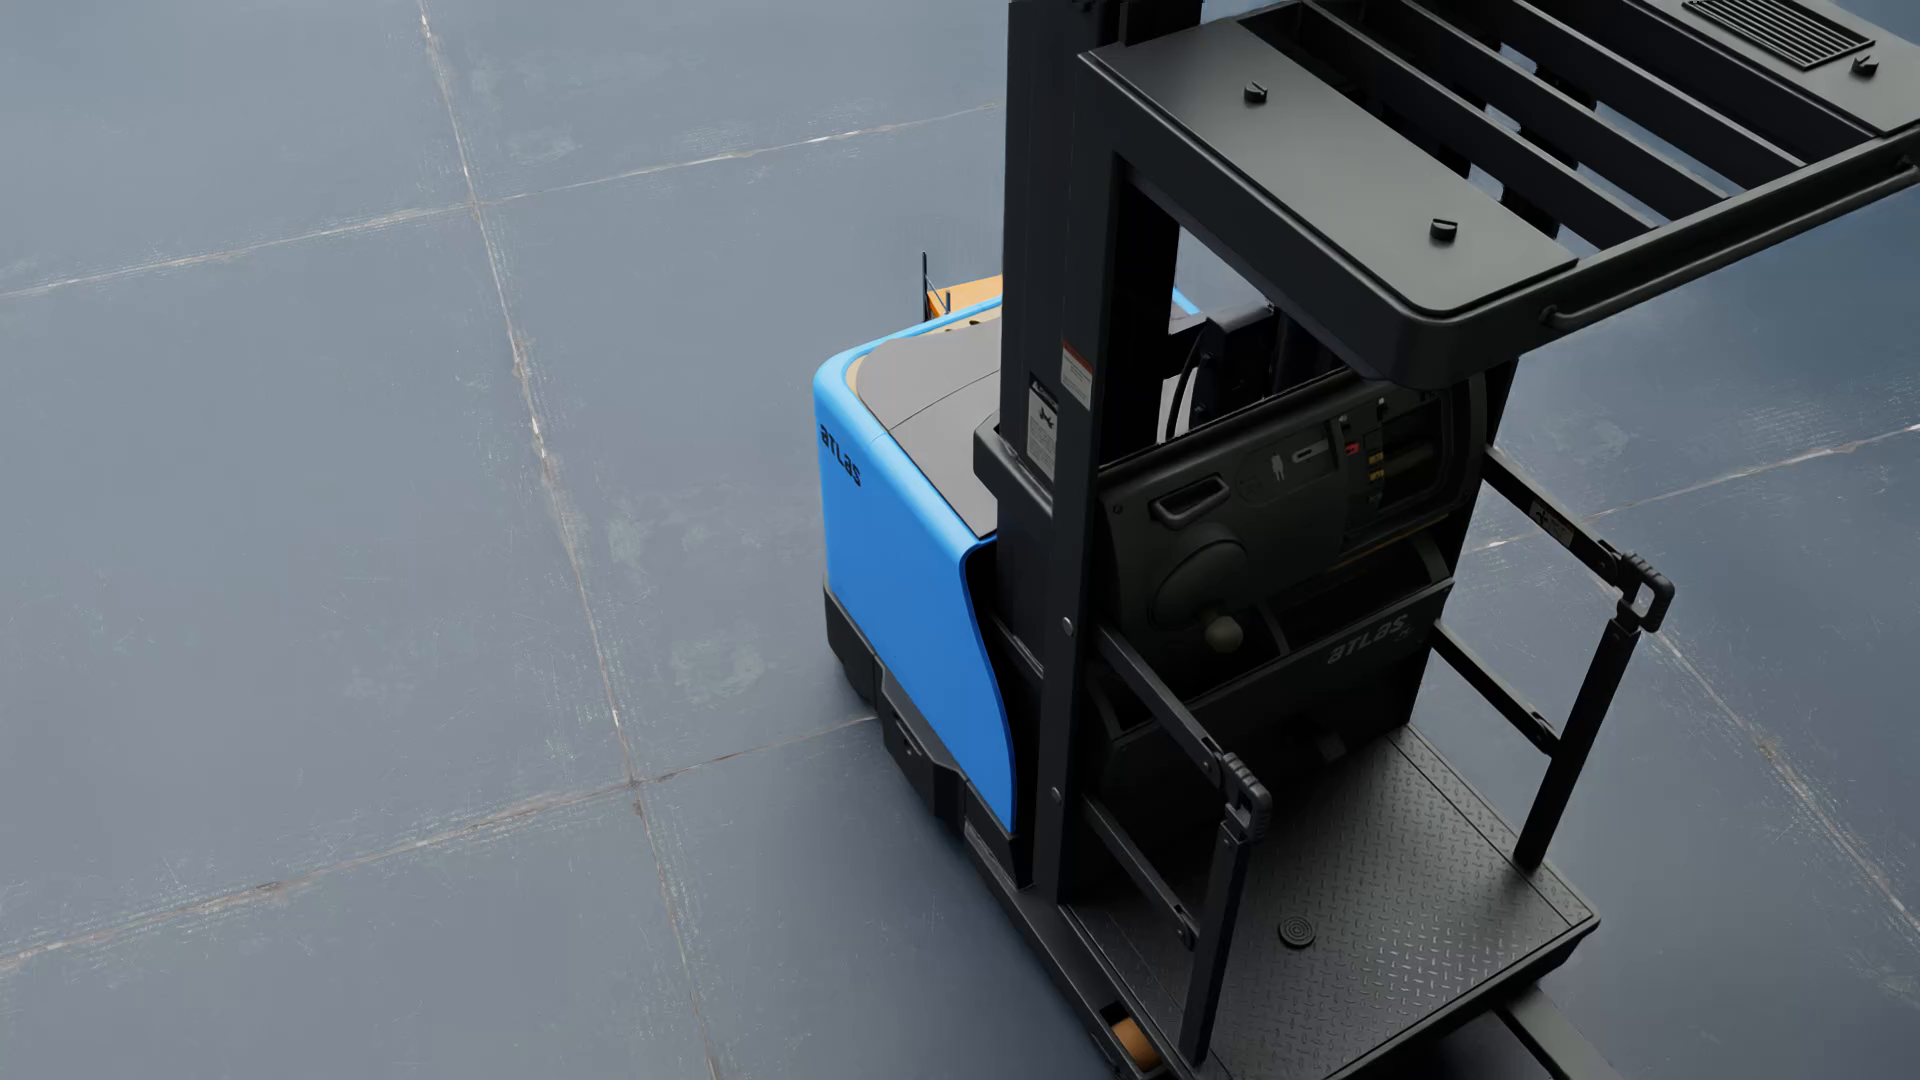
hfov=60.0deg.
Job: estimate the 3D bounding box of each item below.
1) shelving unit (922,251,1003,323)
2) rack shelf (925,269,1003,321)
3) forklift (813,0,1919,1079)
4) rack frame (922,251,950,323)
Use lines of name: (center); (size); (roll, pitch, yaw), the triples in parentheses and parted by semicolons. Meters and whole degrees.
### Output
shelving unit: (0.048, -0.385, 4.892); (0.252, 1.050, 0.215); (-15, 47, -15)
rack shelf: (0.049, -0.578, 4.699); (0.240, 0.259, 0.215); (-15, 47, -15)
forklift: (0.795, 0.001, 3.180); (1.130, 2.935, 3.031); (-23, 49, -21)
rack frame: (-0.065, -0.354, 4.861); (0.008, 1.050, 0.200); (-15, 47, -15)
